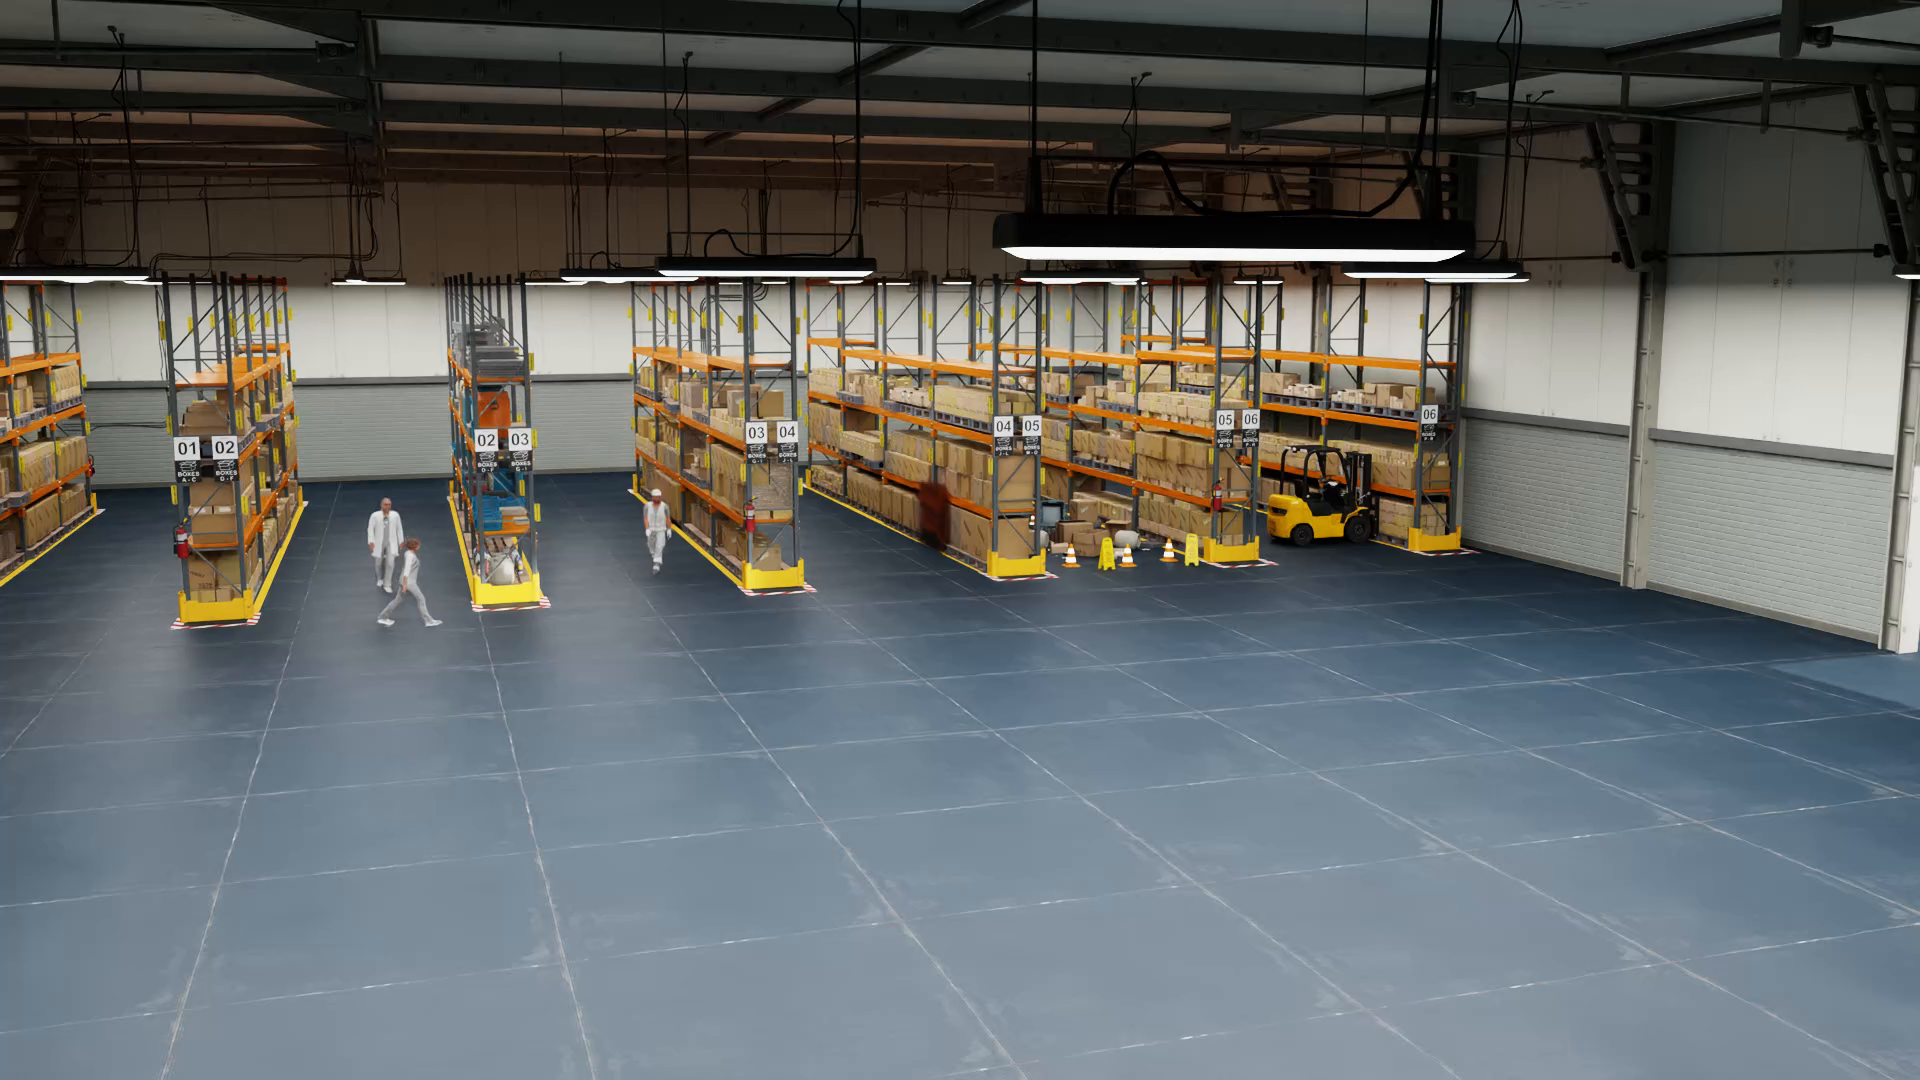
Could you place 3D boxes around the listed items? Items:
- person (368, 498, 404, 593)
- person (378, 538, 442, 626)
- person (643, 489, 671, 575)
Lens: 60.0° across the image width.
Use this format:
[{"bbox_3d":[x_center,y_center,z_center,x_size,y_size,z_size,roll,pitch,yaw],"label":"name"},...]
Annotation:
[{"bbox_3d":[-10.964,0.107,31.778,0.682,1.821,0.750,-4,10,-26],"label":"person"},{"bbox_3d":[-9.379,0.718,28.245,1.024,1.524,0.415,-4,9,-22],"label":"person"},{"bbox_3d":[-6.123,-0.179,33.538,0.525,1.716,1.091,0,9,0],"label":"person"}]
